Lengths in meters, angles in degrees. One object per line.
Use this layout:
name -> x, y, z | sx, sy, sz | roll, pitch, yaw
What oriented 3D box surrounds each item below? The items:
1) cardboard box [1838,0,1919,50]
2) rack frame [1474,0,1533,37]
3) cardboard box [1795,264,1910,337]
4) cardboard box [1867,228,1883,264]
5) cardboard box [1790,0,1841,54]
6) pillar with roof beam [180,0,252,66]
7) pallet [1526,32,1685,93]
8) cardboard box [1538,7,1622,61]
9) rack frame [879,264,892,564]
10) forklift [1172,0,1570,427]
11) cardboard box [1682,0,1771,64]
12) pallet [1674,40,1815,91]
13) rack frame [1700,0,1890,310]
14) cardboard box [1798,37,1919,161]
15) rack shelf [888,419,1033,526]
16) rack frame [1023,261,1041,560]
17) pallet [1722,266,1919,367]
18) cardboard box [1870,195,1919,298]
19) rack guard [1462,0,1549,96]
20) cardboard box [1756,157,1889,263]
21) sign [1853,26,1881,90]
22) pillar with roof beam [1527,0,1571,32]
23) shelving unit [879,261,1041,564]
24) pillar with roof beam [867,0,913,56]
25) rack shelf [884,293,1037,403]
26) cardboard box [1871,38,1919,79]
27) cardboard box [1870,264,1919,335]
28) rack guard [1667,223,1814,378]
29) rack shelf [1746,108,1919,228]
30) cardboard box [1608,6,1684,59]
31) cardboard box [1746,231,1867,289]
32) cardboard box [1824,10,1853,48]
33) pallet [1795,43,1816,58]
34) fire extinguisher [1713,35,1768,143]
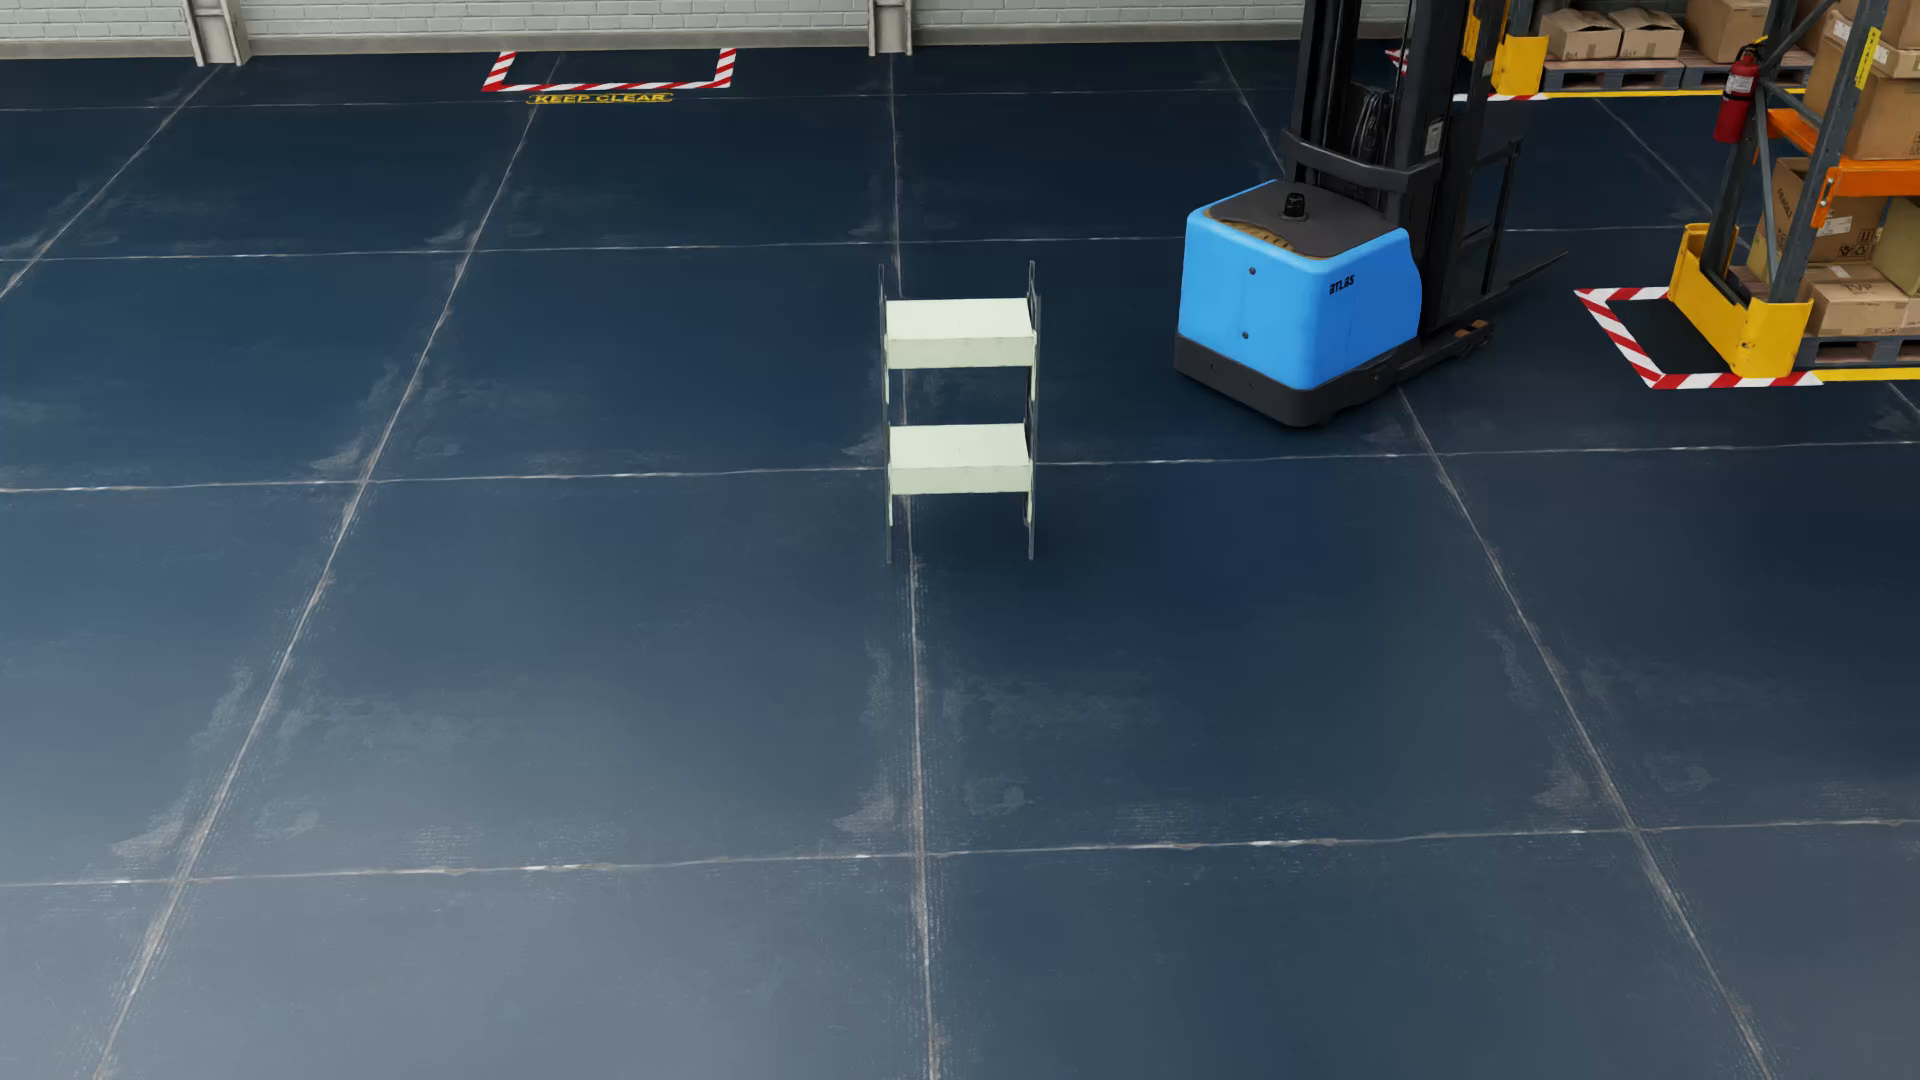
cardboard box -> 5.457, -3.141, 9.424 | 0.500, 0.500, 0.700 | -1, 35, -2
rack frame -> 4.699, -5.375, 13.881 | 0.127, 3.000, 1.000 | -2, 35, -2
cardboard box -> 5.483, -1.489, 10.313 | 0.500, 0.250, 0.500 | -2, 35, -2
cardboard box -> 5.958, -1.804, 10.768 | 0.500, 0.250, 0.500 | -2, 35, -2
cardboard box -> 7.660, -4.585, 14.550 | 0.500, 0.500, 0.500 | -4, 35, -6
pillar with roof beam -> -6.426, -5.582, 8.908 | 0.400, 9.000, 9.100 | -2, 35, -2
pallet -> 5.588, -4.232, 14.680 | 1.213, 0.211, 1.003 | -2, 35, -2
cardboard box -> 5.394, -4.418, 14.474 | 0.500, 0.311, 0.500 | -5, 35, -8
rack frame -> -0.372, -0.607, 8.309 | 0.023, 1.500, 0.400 | -2, 35, -2
forklift -> 2.744, -2.558, 9.871 | 3.031, 2.935, 1.130 | -26, 42, -33
cardboard box -> 6.699, -4.502, 14.430 | 0.500, 0.500, 0.700 | -4, 35, -5
pallet -> 6.804, -4.263, 14.725 | 1.213, 0.211, 1.003 | -2, 35, -2
rack frame -> 4.937, -2.559, 9.812 | 0.127, 3.000, 1.000 | -2, 35, -2
cardboard box -> 5.404, -2.606, 9.791 | 0.500, 0.500, 0.700 | -2, 35, -2
rack shelf -> -0.007, -0.348, 8.508 | 0.720, 0.370, 0.431 | -2, 35, -2
rack frame -> 0.359, -0.626, 8.337 | 0.023, 1.500, 0.400 | -2, 35, -2
pallet -> 5.699, -1.457, 10.670 | 1.213, 0.211, 1.003 | -2, 35, -2
cardboard box -> 5.983, -1.812, 10.121 | 0.500, 0.500, 0.500 | -2, 35, -2
rack guard -> 4.775, -4.349, 14.595 | 0.348, 0.500, 1.175 | -2, 35, -2
cardboard box -> 5.459, -2.093, 10.527 | 0.500, 0.500, 0.500 | -2, 35, -2
sign -> 4.957, -2.632, 9.087 | 0.005, 0.325, 0.100 | -2, 35, -2
pillar with roof beam -> 5.561, -5.905, 9.375 | 0.400, 9.000, 9.100 | -2, 35, -2
shelving unit -> -0.007, -0.617, 8.323 | 0.755, 1.500, 0.431 | -2, 35, -2
pillar with roof beam -> -0.432, -5.744, 9.142 | 0.400, 9.000, 9.100 | -2, 35, -2
rack shelf -> -0.007, -0.937, 8.101 | 0.720, 0.370, 0.431 | -2, 35, -2
cardboard box -> 5.339, -2.755, 9.438 | 0.250, 0.149, 0.380 | -2, 35, -3
cardboard box -> 5.983, -1.505, 10.336 | 0.500, 0.250, 0.500 | -2, 35, -2
rack guard -> 4.913, -1.531, 10.523 | 0.348, 0.500, 1.175 | -2, 35, -2
rack shelf -> 6.935, -2.317, 10.095 | 4.000, 0.370, 1.077 | -2, 35, -2
cardboard box -> 5.964, -4.433, 14.496 | 0.500, 0.311, 0.500 | 1, 35, 2
cardboard box -> 5.459, -1.784, 10.739 | 0.500, 0.250, 0.500 | -2, 35, -2
cardboard box -> 5.310, -2.986, 9.771 | 0.250, 0.149, 0.380 | -2, 35, -3
pallet -> 8.025, -4.298, 14.775 | 1.213, 0.211, 1.003 | -2, 35, -2
fire extinguisher -> 4.797, -2.788, 10.211 | 0.183, 0.674, 0.296 | -2, 35, -2
